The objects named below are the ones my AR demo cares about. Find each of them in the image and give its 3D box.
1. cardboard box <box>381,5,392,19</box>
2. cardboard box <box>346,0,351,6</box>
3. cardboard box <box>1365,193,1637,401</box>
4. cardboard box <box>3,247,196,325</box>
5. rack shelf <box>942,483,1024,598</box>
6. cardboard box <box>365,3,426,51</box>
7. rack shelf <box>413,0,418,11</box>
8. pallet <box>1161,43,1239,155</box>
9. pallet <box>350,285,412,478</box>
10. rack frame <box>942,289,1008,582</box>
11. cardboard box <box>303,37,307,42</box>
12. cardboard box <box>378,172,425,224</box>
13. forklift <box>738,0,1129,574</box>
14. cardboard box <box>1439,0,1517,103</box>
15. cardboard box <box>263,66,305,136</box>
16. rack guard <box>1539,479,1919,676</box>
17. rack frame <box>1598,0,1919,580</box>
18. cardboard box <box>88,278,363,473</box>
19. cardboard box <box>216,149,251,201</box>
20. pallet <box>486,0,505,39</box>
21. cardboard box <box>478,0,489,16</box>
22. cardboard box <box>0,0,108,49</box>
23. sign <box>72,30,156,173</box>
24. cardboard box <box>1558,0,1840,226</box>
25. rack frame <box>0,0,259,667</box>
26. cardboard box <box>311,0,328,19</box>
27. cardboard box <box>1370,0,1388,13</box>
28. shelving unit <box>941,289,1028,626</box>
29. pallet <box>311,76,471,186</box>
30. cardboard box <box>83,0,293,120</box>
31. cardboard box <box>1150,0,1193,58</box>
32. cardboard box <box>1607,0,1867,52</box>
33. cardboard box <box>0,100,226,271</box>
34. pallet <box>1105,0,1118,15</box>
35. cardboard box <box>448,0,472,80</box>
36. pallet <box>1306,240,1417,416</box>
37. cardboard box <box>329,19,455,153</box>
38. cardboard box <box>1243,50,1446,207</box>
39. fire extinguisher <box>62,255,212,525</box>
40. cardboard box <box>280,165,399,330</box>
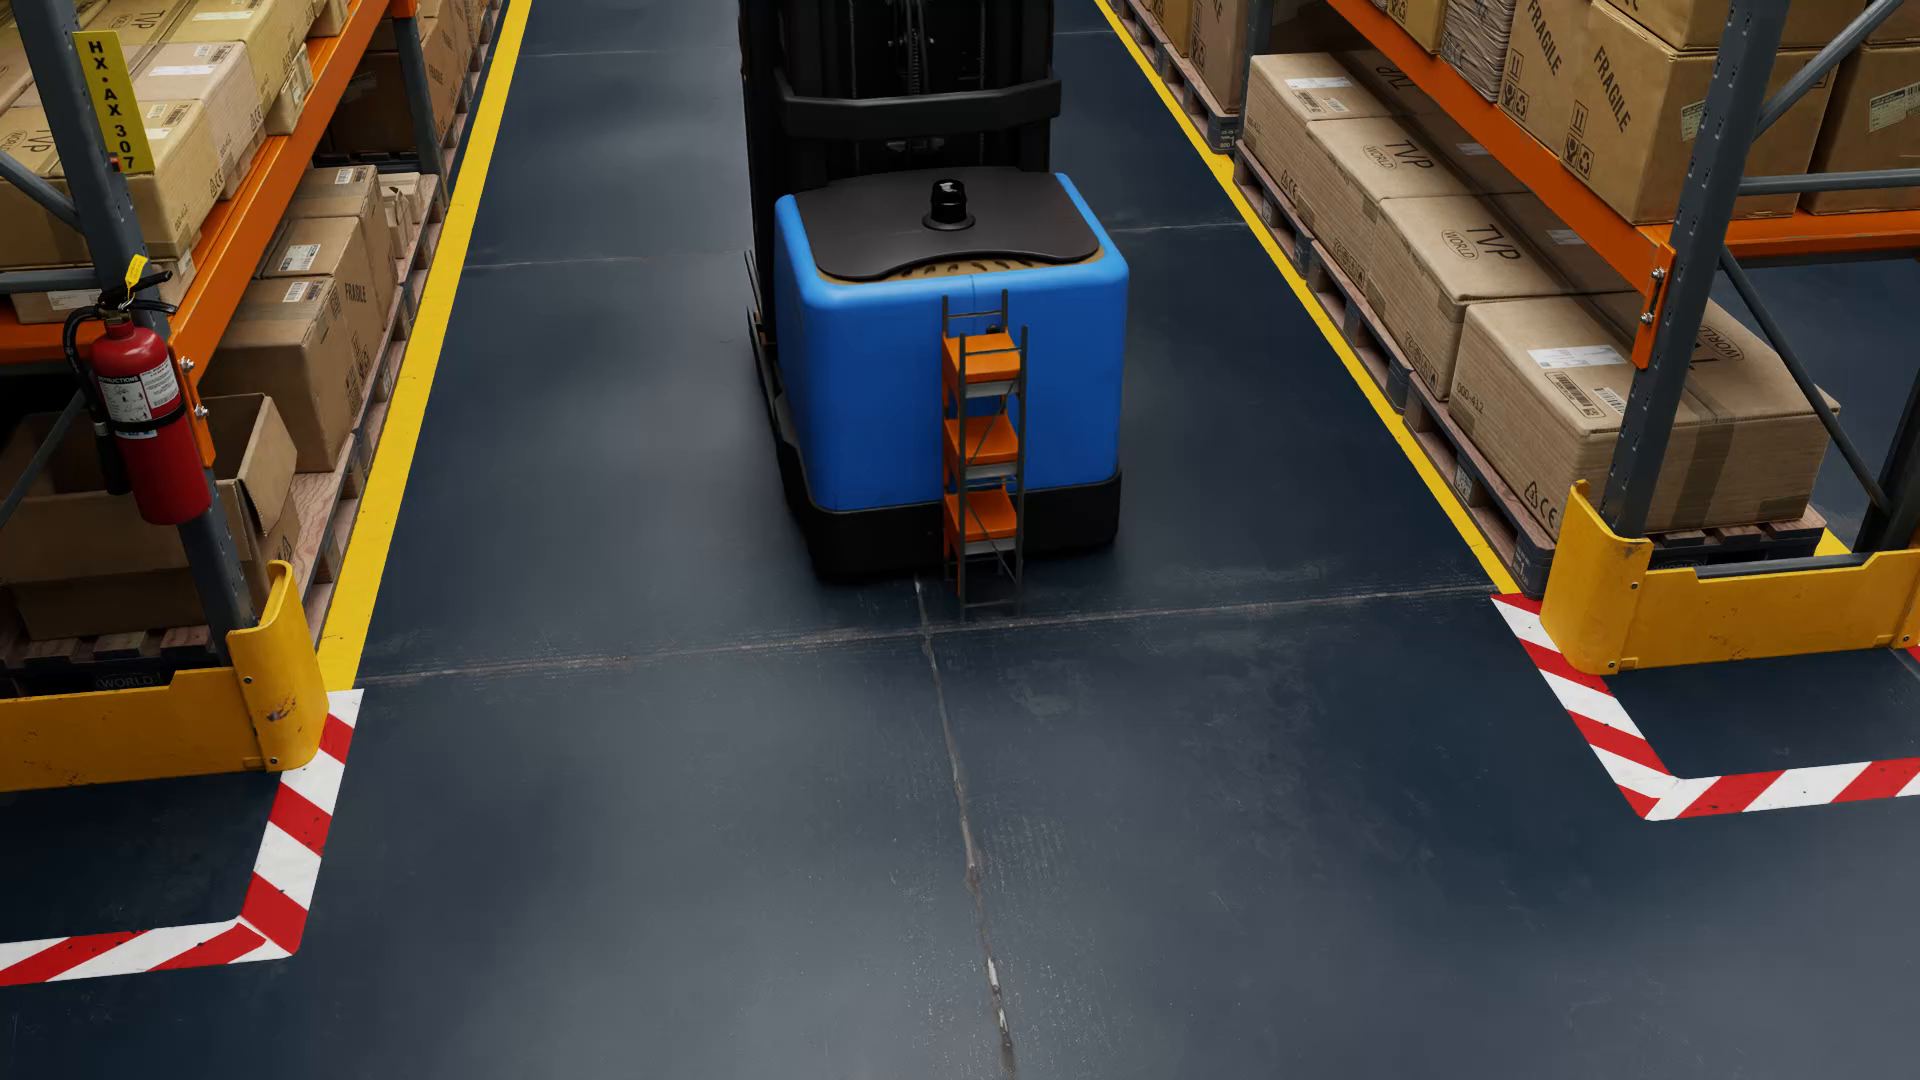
[{"bbox_3d":[-2.840,-2.571,7.866,0.380,0.149,0.250,-5,35,-7],"label":"cardboard box"},{"bbox_3d":[-2.578,-2.126,6.429,0.380,0.149,0.250,-4,34,-5],"label":"cardboard box"},{"bbox_3d":[2.142,-0.955,6.390,0.875,0.438,0.875,-3,34,-5],"label":"cardboard box"},{"bbox_3d":[-2.229,-0.692,4.325,0.380,0.149,0.250,-5,35,-7],"label":"cardboard box"},{"bbox_3d":[0.071,0.000,5.331,0.215,0.259,0.240,-7,35,-10],"label":"rack shelf"},{"bbox_3d":[-2.780,-2.453,7.956,0.380,0.149,0.250,-3,34,-4],"label":"cardboard box"},{"bbox_3d":[-3.264,-3.643,9.070,1.077,0.370,4.000,-4,35,-6],"label":"rack shelf"},{"bbox_3d":[1.745,-2.474,9.193,1.003,0.211,1.213,-4,35,-6],"label":"pallet"},{"bbox_3d":[-2.736,-0.606,6.452,1.003,0.211,1.213,-4,35,-6],"label":"pallet"},{"bbox_3d":[0.046,-0.306,5.267,0.200,1.050,0.008,-7,35,-10],"label":"rack frame"},{"bbox_3d":[-2.592,-1.833,5.999,0.380,0.149,0.250,-4,34,-6],"label":"cardboard box"},{"bbox_3d":[-2.629,-1.531,7.491,0.380,0.149,0.250,-5,35,-8],"label":"cardboard box"},{"bbox_3d":[-0.265,-1.923,5.969,1.130,2.935,3.031,-7,35,-10],"label":"forklift"},{"bbox_3d":[2.002,-1.828,5.679,0.500,0.500,0.500,-3,34,-5],"label":"cardboard box"},{"bbox_3d":[-2.353,-1.415,5.385,0.380,0.149,0.250,-5,35,-8],"label":"cardboard box"},{"bbox_3d":[2.464,0.077,5.194,1.175,0.500,0.348,-4,35,-6],"label":"rack guard"},{"bbox_3d":[2.461,-0.970,4.509,1.000,3.000,0.127,-4,35,-6],"label":"rack frame"},{"bbox_3d":[-2.522,-0.561,5.756,0.700,0.500,0.500,-3,34,-4],"label":"cardboard box"},{"bbox_3d":[-2.353,-1.120,4.953,0.380,0.149,0.250,-3,34,-5],"label":"cardboard box"},{"bbox_3d":[-3.470,-3.484,10.675,1.003,0.211,1.213,-4,35,-6],"label":"pallet"},{"bbox_3d":[-3.133,-3.405,9.929,0.500,0.500,0.500,-3,34,-4],"label":"cardboard box"},{"bbox_3d":[-2.912,-1.454,5.089,0.500,0.250,0.500,-3,34,-5],"label":"cardboard box"},{"bbox_3d":[-1.919,-0.991,3.771,0.100,0.325,0.005,-4,35,-6],"label":"sign"},{"bbox_3d":[2.134,-1.260,4.847,0.500,0.500,0.500,-4,34,-6],"label":"cardboard box"},{"bbox_3d":[-2.457,-0.592,3.955,1.000,3.000,0.127,-4,35,-6],"label":"rack frame"},{"bbox_3d":[-2.549,-2.061,5.980,0.500,0.250,0.500,-5,35,-7],"label":"cardboard box"},{"bbox_3d":[1.851,-2.402,6.523,0.500,0.500,0.500,-4,34,-6],"label":"cardboard box"},{"bbox_3d":[0.071,-0.239,5.168,0.215,1.050,0.252,-7,35,-10],"label":"shelving unit"},{"bbox_3d":[-3.142,-2.122,8.677,1.003,0.211,1.213,-4,35,-6],"label":"pallet"},{"bbox_3d":[-2.391,-1.490,5.142,0.500,0.250,0.500,-5,35,-7],"label":"cardboard box"},{"bbox_3d":[1.631,-3.341,9.502,0.875,0.875,0.875,-3,34,-5],"label":"cardboard box"},{"bbox_3d":[2.160,-1.675,4.568,0.500,0.500,0.500,-3,34,-5],"label":"cardboard box"},{"bbox_3d":[-2.251,-0.926,4.315,0.500,0.250,0.500,-4,34,-6],"label":"cardboard box"},{"bbox_3d":[1.416,-3.836,11.191,1.003,0.211,1.213,-4,35,-6],"label":"pallet"},{"bbox_3d":[-2.981,-2.827,9.081,0.500,0.500,0.500,-5,35,-8],"label":"cardboard box"},{"bbox_3d":[2.115,-0.937,6.937,1.003,0.211,1.213,-4,35,-6],"label":"pallet"},{"bbox_3d":[-2.837,-2.251,8.237,0.500,0.500,0.500,-3,34,-4],"label":"cardboard box"},{"bbox_3d":[1.901,-1.958,7.862,0.875,0.438,0.875,-5,35,-7],"label":"cardboard box"},{"bbox_3d":[-1.979,-0.359,4.012,0.296,0.674,0.183,-4,35,-6],"label":"fire extinguisher"},{"bbox_3d":[-2.661,-1.140,6.606,0.700,0.500,0.500,-6,35,-8],"label":"cardboard box"}]
